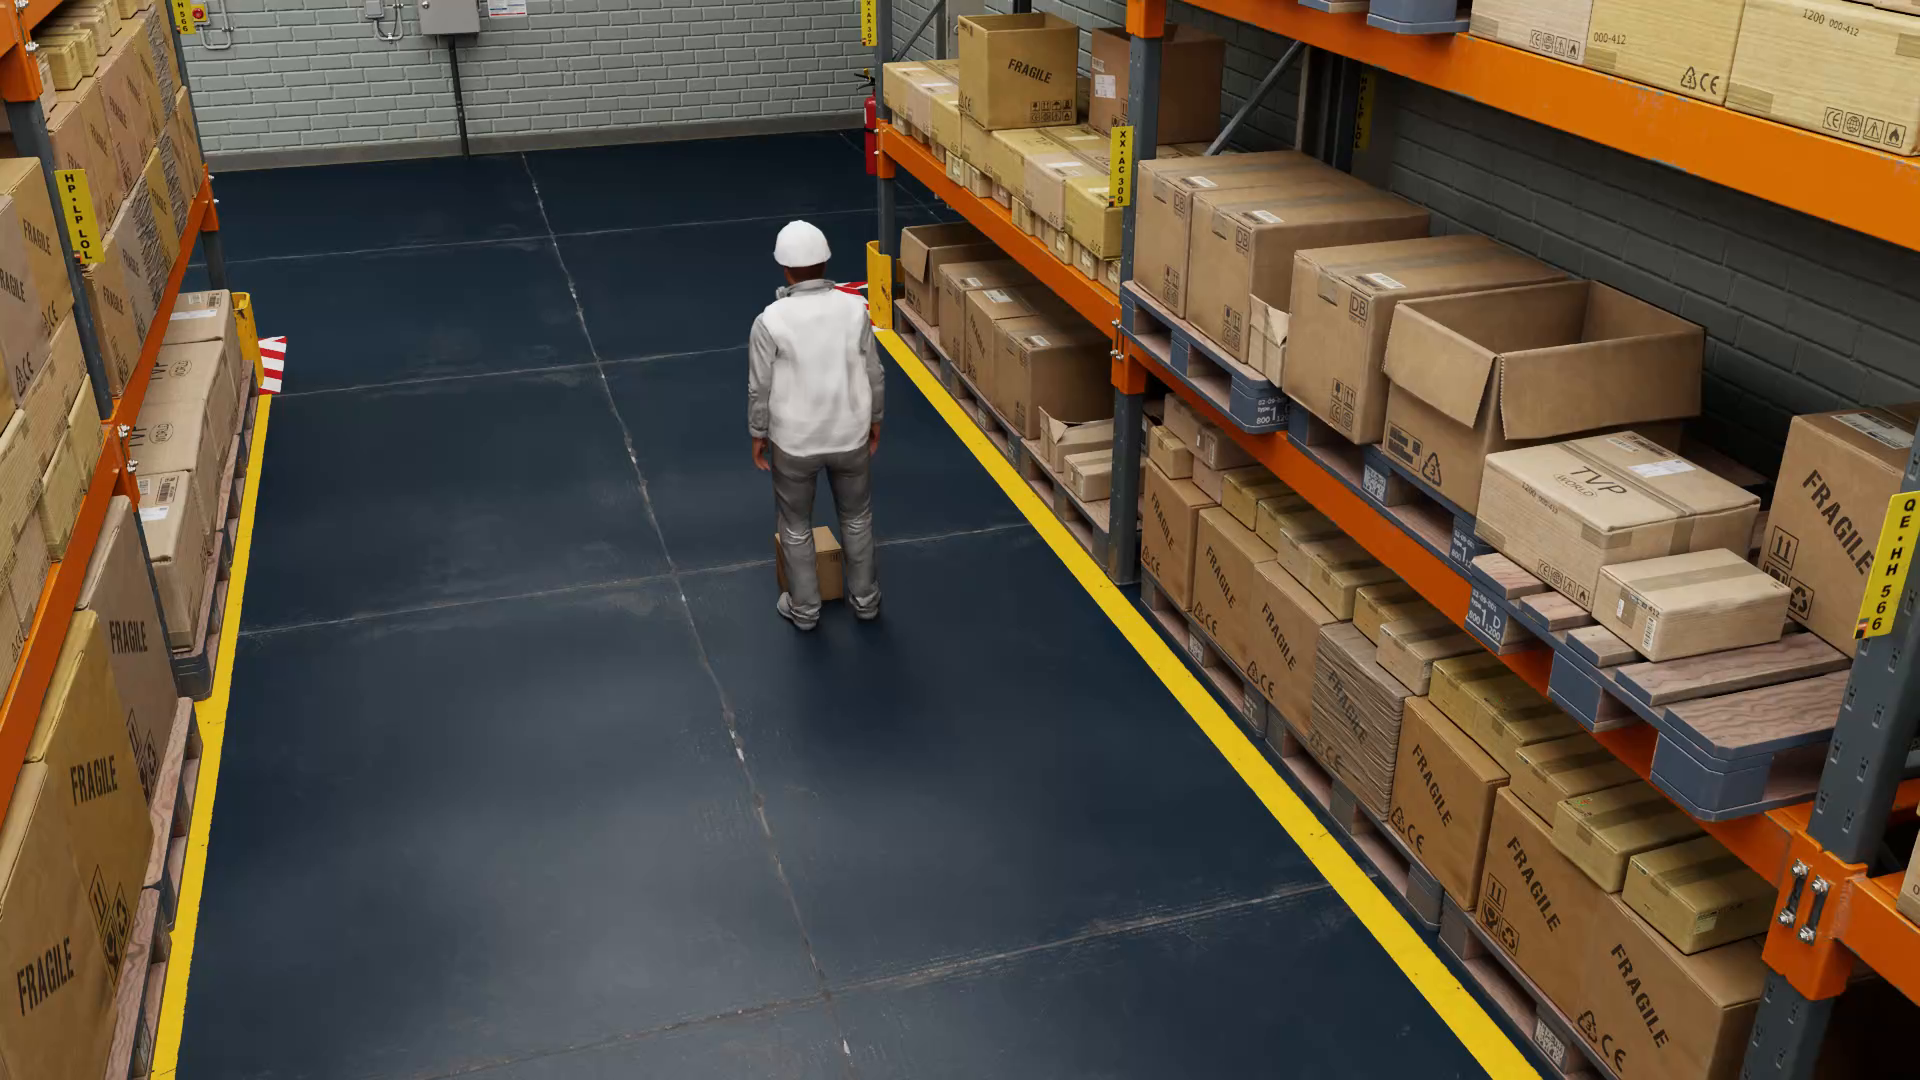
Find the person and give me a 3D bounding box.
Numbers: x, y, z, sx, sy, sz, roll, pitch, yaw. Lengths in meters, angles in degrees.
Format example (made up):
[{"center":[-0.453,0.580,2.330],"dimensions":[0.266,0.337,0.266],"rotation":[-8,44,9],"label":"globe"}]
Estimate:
[{"center":[-0.602,-0.461,7.021],"dimensions":[0.584,1.771,0.466],"rotation":[-8,27,-17],"label":"person"}]
